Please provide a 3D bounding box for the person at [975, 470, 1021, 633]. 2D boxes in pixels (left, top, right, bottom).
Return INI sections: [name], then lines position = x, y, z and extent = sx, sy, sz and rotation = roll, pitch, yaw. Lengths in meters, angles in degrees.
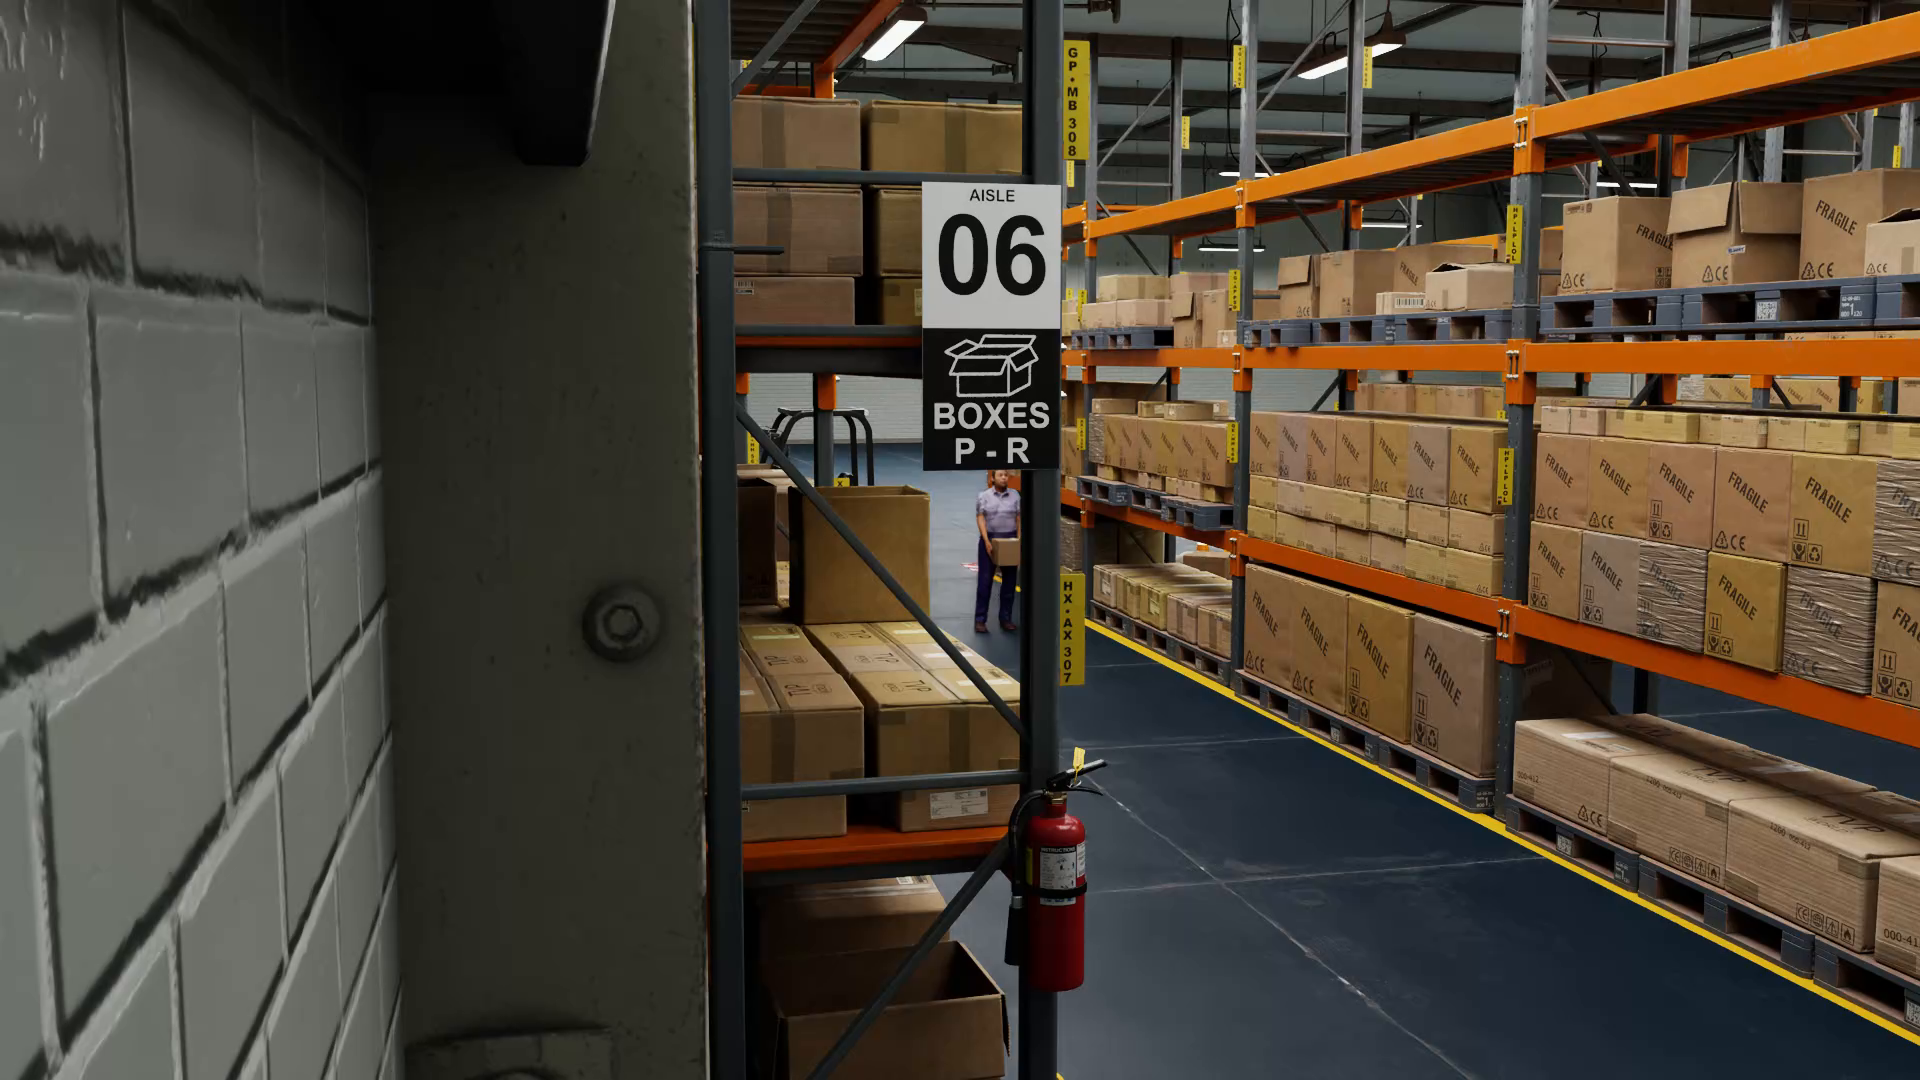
[person]
position = 0.391, 0.084, 16.669
extent = 0.540, 1.651, 0.421
rotation = -2, 6, -14
